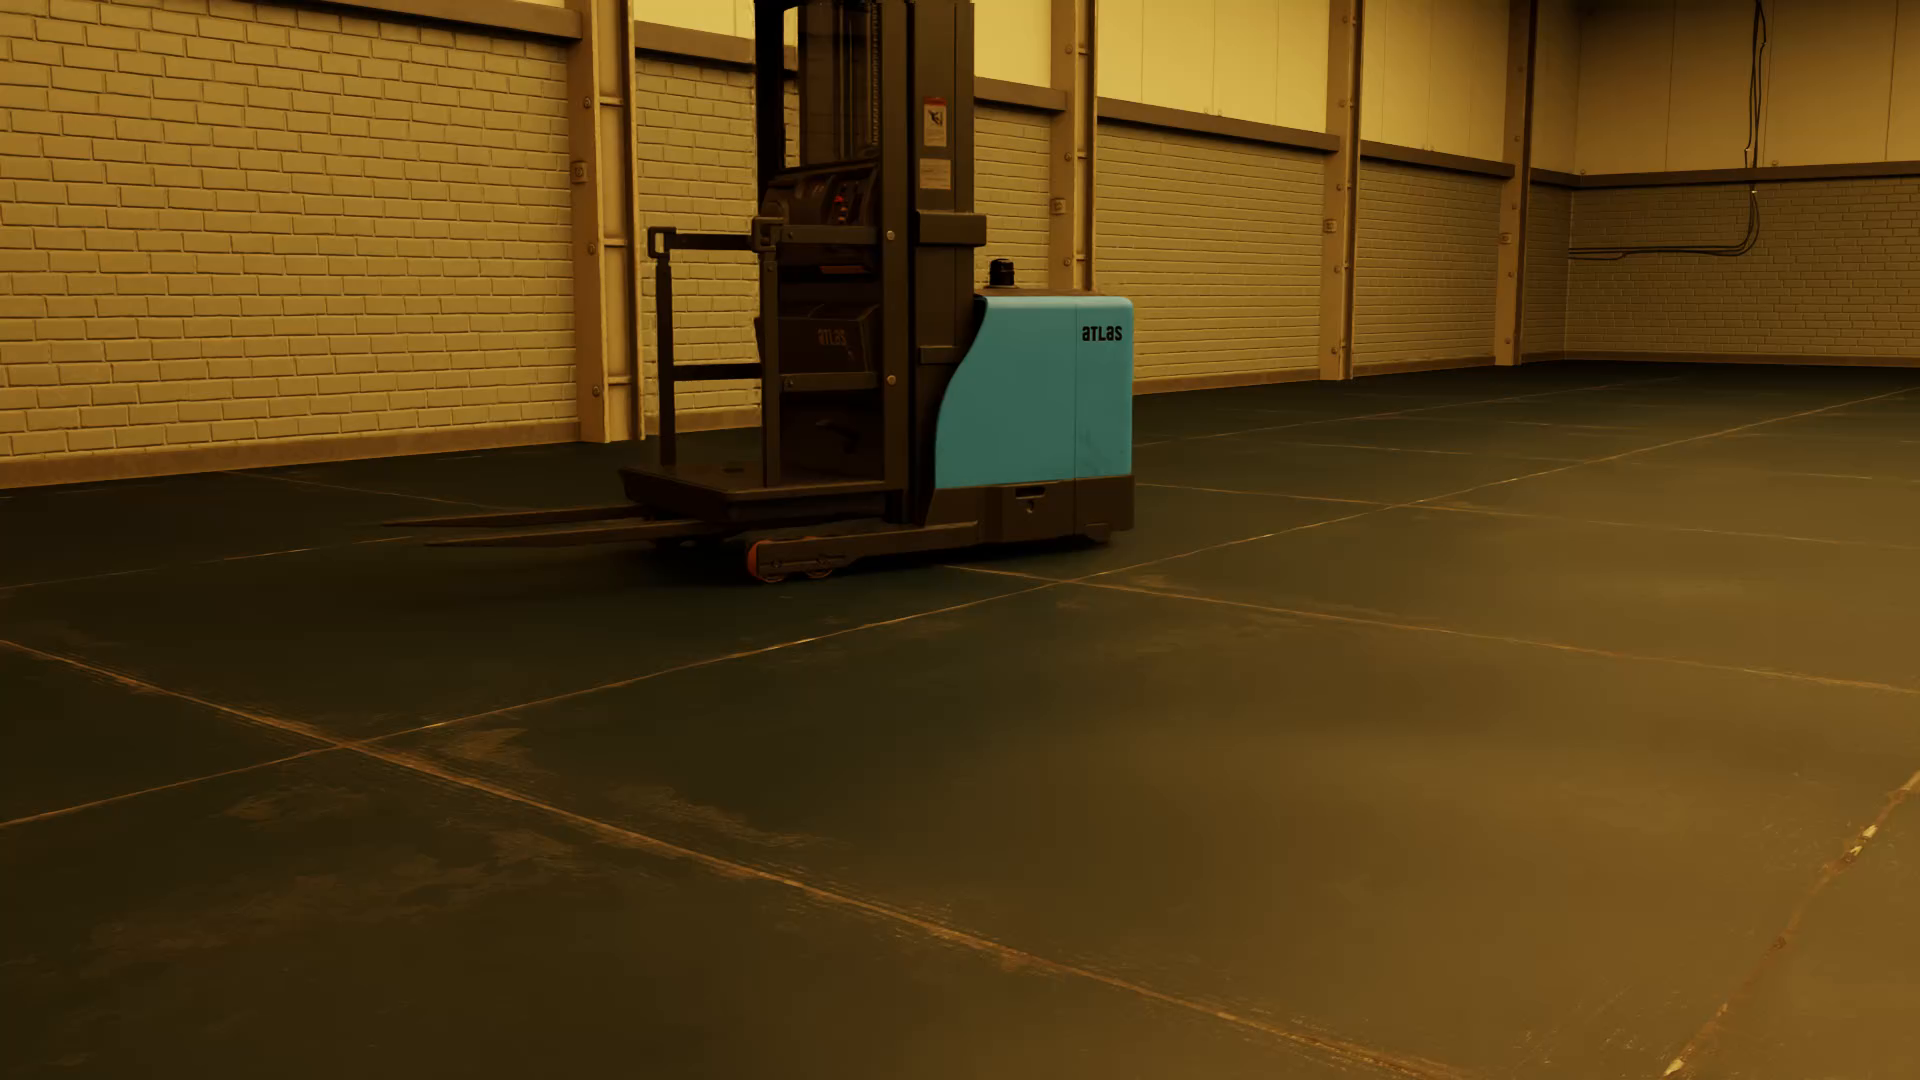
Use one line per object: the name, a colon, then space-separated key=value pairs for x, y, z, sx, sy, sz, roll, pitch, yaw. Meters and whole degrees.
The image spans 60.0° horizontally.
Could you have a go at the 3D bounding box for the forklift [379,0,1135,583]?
forklift: x=-0.756 y=-1.374 z=6.671 sx=3.031 sy=2.935 sz=1.130 roll=-5 pitch=10 yaw=-32

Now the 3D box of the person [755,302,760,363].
person: x=-0.626 y=-0.939 z=8.614 sx=1.018 sy=1.543 sz=0.915 roll=5 pitch=10 yaw=30
